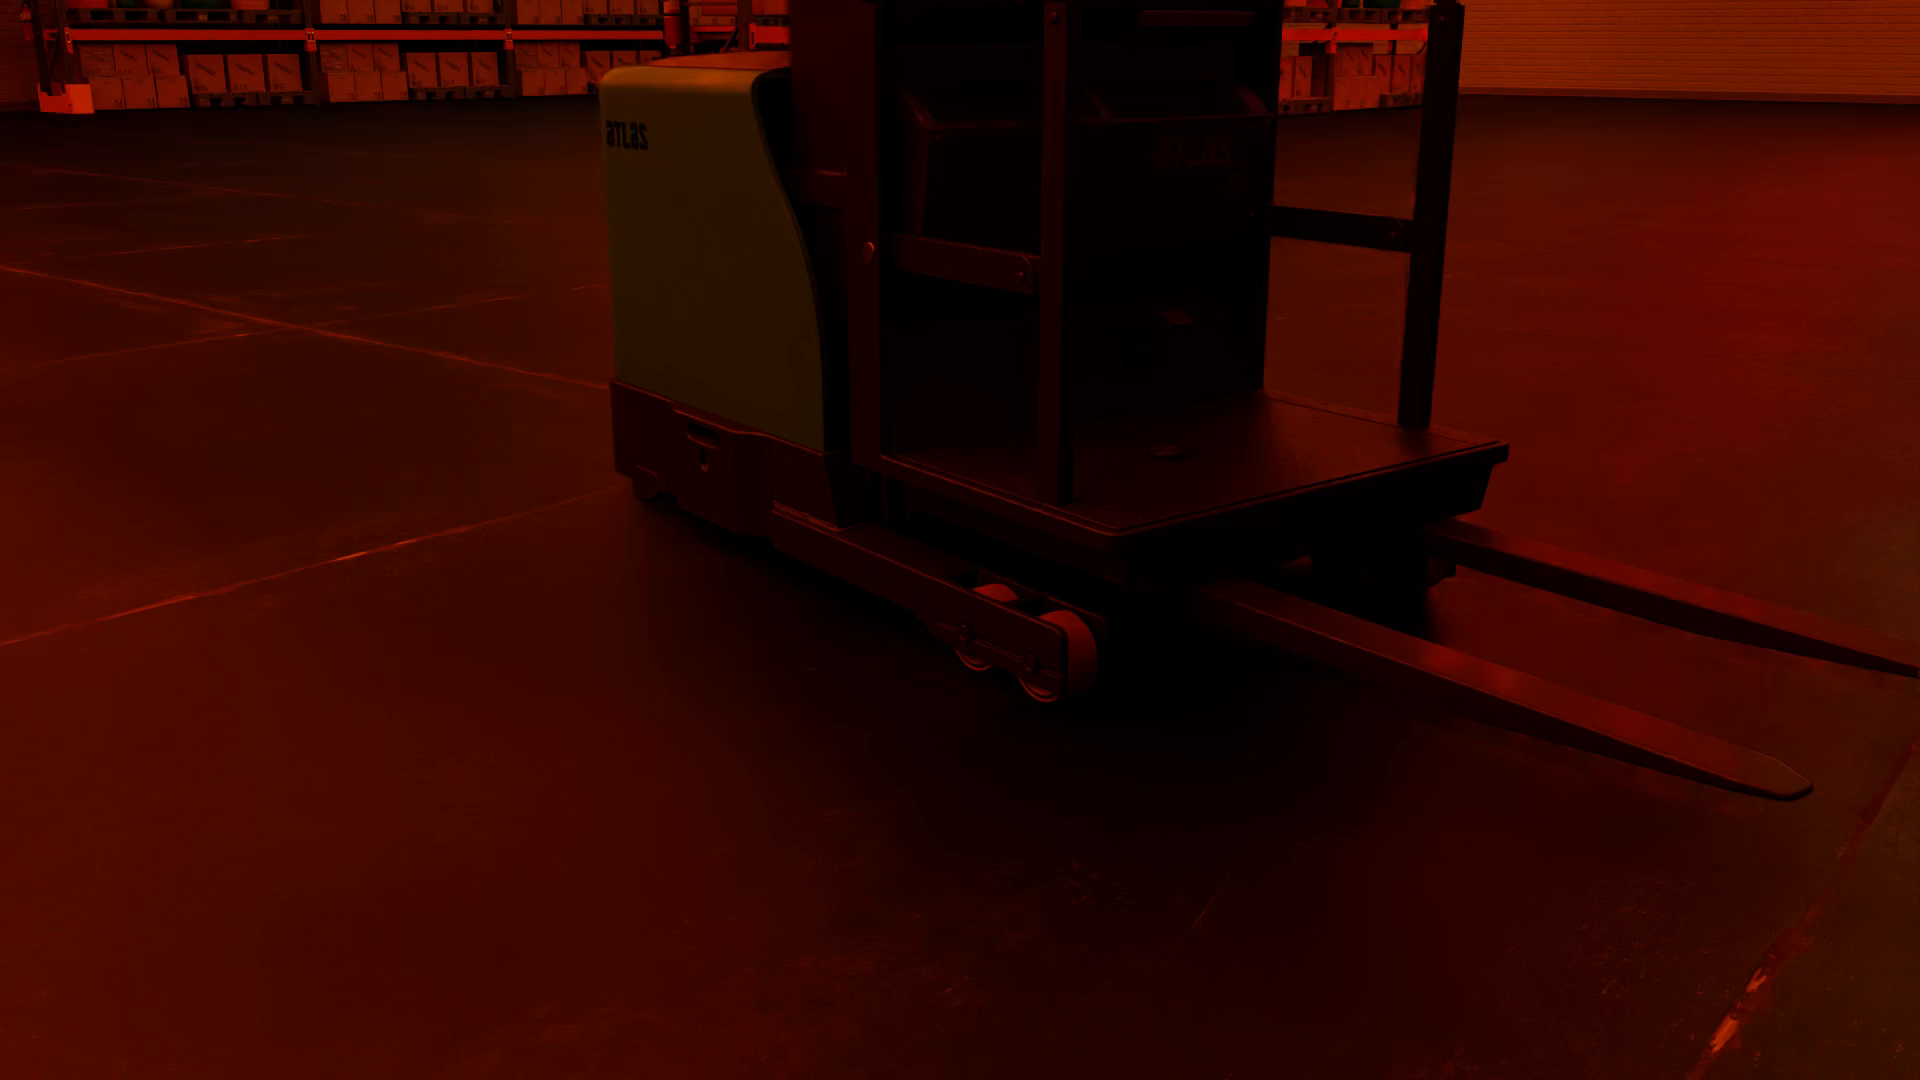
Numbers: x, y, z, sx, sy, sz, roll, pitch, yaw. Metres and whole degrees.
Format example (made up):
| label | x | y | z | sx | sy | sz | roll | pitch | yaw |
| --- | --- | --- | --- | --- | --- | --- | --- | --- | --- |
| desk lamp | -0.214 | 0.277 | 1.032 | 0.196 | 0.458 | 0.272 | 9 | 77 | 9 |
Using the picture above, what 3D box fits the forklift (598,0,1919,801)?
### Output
| label | x | y | z | sx | sy | sz | roll | pitch | yaw |
| --- | --- | --- | --- | --- | --- | --- | --- | --- | --- |
| forklift | 0.398 | -1.271 | 3.085 | 1.130 | 2.935 | 3.031 | -12 | 21 | -35 |
